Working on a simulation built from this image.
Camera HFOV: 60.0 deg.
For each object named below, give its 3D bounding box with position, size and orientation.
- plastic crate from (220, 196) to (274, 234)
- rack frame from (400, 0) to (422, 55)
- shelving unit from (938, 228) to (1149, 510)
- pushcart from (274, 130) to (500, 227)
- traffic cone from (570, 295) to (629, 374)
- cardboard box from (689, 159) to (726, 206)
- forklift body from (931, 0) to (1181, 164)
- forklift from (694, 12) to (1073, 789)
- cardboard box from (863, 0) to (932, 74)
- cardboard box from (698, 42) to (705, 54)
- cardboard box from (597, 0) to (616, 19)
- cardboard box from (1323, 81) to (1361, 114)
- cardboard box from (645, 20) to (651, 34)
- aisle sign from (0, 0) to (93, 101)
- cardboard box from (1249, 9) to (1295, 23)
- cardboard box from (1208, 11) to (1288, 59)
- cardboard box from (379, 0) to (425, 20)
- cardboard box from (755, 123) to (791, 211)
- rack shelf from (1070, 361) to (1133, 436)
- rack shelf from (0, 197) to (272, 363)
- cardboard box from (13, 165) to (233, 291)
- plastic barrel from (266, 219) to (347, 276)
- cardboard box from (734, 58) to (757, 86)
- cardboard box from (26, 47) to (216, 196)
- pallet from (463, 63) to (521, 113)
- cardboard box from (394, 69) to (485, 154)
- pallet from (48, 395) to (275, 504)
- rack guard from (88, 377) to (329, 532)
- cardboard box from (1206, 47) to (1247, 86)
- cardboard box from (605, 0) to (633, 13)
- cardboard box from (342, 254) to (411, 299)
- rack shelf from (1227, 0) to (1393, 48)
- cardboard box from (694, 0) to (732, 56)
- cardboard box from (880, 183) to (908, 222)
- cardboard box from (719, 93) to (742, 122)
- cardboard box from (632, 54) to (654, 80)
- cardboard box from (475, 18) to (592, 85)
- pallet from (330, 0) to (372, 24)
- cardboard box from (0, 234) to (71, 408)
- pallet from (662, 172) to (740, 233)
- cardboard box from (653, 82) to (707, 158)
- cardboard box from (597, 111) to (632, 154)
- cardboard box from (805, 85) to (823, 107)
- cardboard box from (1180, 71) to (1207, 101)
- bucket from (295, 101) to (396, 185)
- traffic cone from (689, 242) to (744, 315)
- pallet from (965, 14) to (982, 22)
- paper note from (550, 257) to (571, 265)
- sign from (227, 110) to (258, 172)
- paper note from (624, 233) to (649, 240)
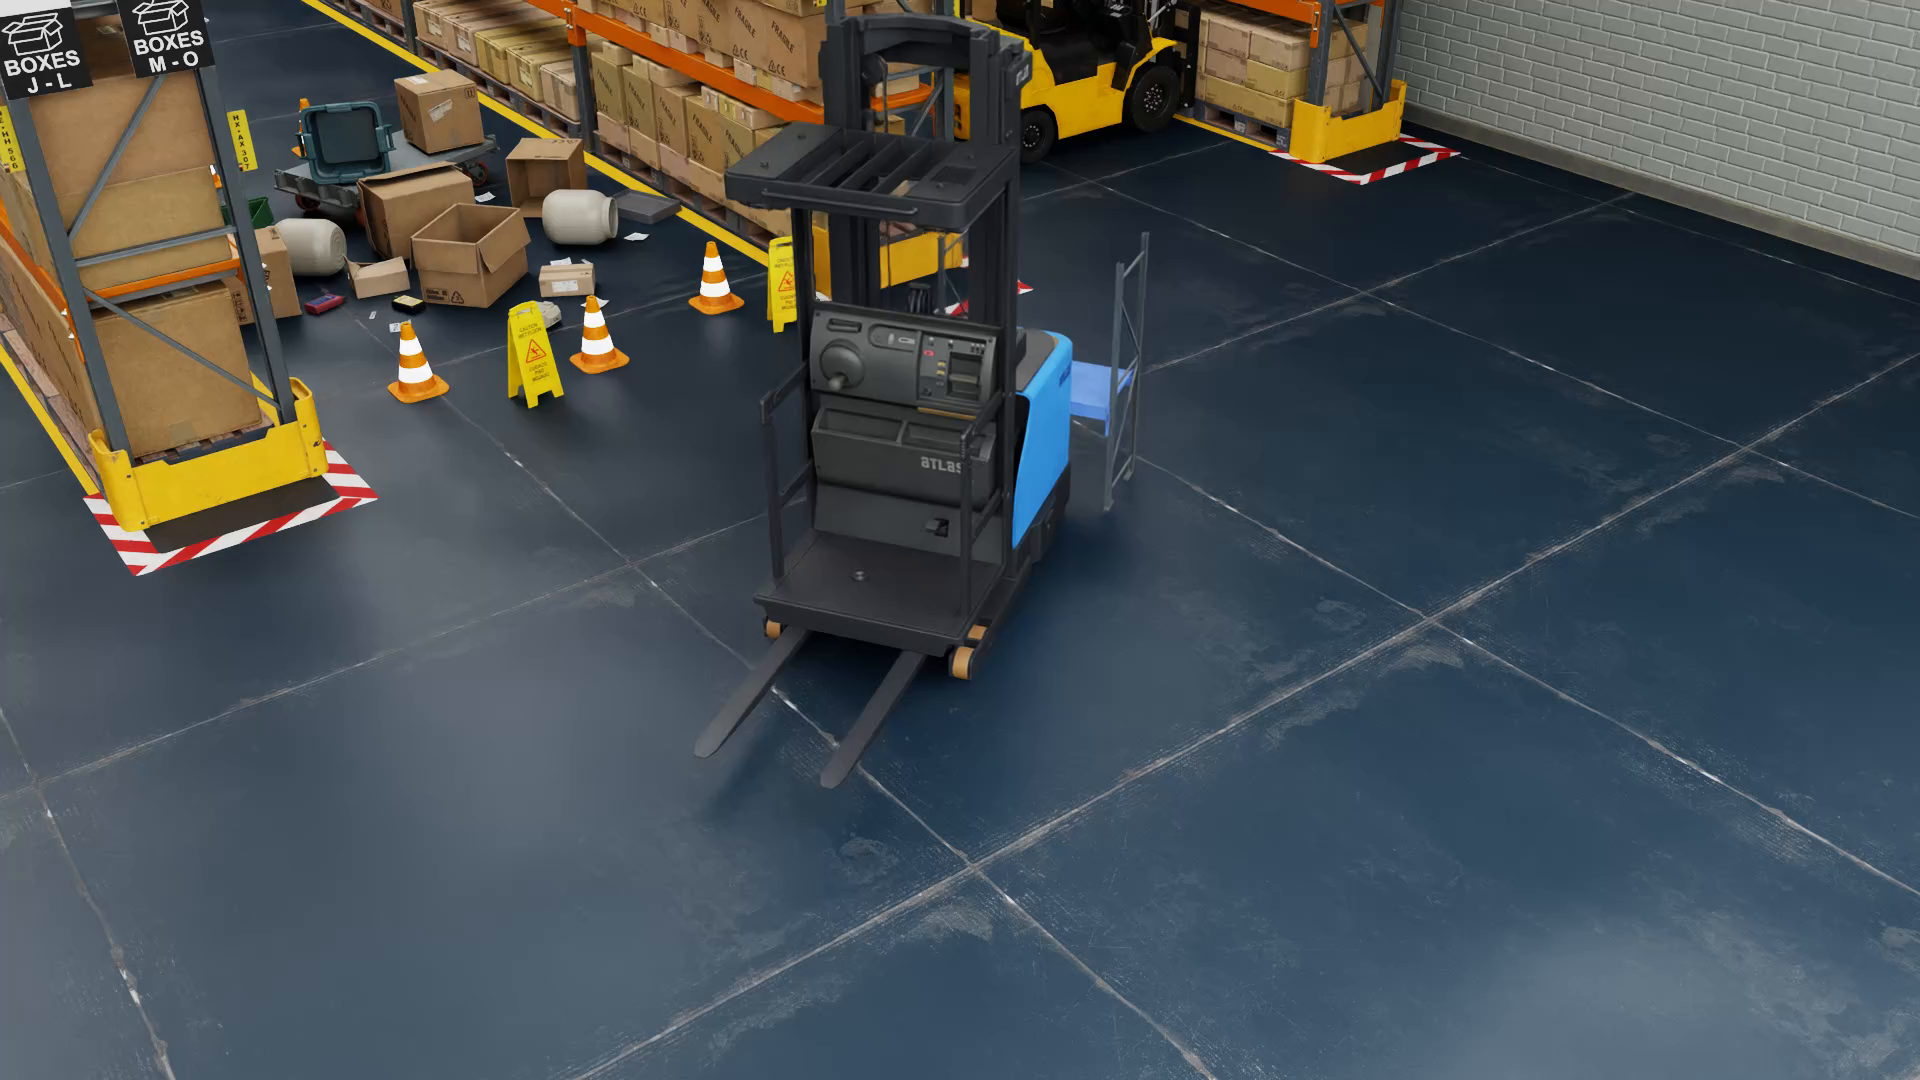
[{"bbox_3d":[-5.633,-2.424,12.921,0.450,0.188,0.662,-13,33,-1],"label":"plastic crate"},{"bbox_3d":[-5.379,-6.554,16.959,1.000,3.000,0.127,-22,38,-31],"label":"rack frame"},{"bbox_3d":[0.460,-1.032,9.490,1.048,1.500,0.538,12,34,19],"label":"shelving unit"},{"bbox_3d":[-4.697,-3.014,13.746,0.936,0.377,1.648,18,36,27],"label":"pushcart"},{"bbox_3d":[-2.425,-1.403,11.070,0.336,0.463,0.334,-22,38,-31],"label":"traffic cone"},{"bbox_3d":[-1.818,-2.915,13.308,0.500,0.250,0.500,-24,39,-33],"label":"cardboard box"},{"bbox_3d":[0.841,-4.667,14.725,2.313,2.155,1.214,-22,38,-31],"label":"forklift body"},{"bbox_3d":[-0.348,-0.804,7.766,1.130,2.935,3.031,11,33,17],"label":"forklift"},{"bbox_3d":[-0.545,-3.676,11.948,0.500,0.500,0.500,-23,39,-32],"label":"cardboard box"},{"bbox_3d":[-1.794,-3.843,12.833,0.380,0.149,0.250,-22,38,-31],"label":"cardboard box"},{"bbox_3d":[-2.791,-4.456,13.820,0.380,0.149,0.250,-21,38,-30],"label":"cardboard box"},{"bbox_3d":[3.298,-4.105,15.225,0.500,0.250,0.500,-22,38,-31],"label":"cardboard box"},{"bbox_3d":[-2.291,-4.140,13.311,0.380,0.149,0.250,-22,38,-32],"label":"cardboard box"},{"bbox_3d":[-4.515,-2.554,8.055,0.394,0.787,0.004,-22,38,-31],"label":"aisle sign"},{"bbox_3d":[2.991,-4.731,15.284,0.500,0.250,0.500,-22,38,-31],"label":"cardboard box"},{"bbox_3d":[2.599,-4.564,15.016,0.500,0.250,0.500,-22,38,-31],"label":"cardboard box"},{"bbox_3d":[-5.737,-6.144,17.916,0.875,0.875,0.875,-23,38,-32],"label":"cardboard box"},{"bbox_3d":[-1.171,-2.798,12.409,0.500,0.500,0.500,-22,38,-31],"label":"cardboard box"},{"bbox_3d":[0.460,-0.879,9.585,1.000,0.185,0.538,12,34,19],"label":"rack shelf"},{"bbox_3d":[-5.548,-2.104,10.476,1.077,0.370,4.000,-22,38,-31],"label":"rack shelf"},{"bbox_3d":[-4.585,-1.780,9.130,0.875,0.550,0.550,-22,38,-31],"label":"cardboard box"},{"bbox_3d":[-4.867,-2.172,12.346,0.512,0.421,0.421,1,32,2],"label":"plastic barrel"},{"bbox_3d":[-1.437,-3.481,12.249,0.380,0.149,0.250,-22,38,-31],"label":"cardboard box"},{"bbox_3d":[-4.519,-2.266,8.889,0.875,0.550,0.550,-22,38,-31],"label":"cardboard box"},{"bbox_3d":[-4.157,-4.535,16.352,1.003,0.211,1.213,-22,38,-31],"label":"pallet"},{"bbox_3d":[-4.314,-3.558,13.787,0.500,0.500,0.500,-22,38,-31],"label":"cardboard box"},{"bbox_3d":[-4.874,-0.699,10.176,1.003,0.211,1.213,-22,38,-31],"label":"pallet"},{"bbox_3d":[-4.307,-0.504,9.588,1.175,0.500,0.348,-22,38,-31],"label":"rack guard"},{"bbox_3d":[2.601,-4.364,15.168,0.500,0.250,0.500,-23,38,-32],"label":"cardboard box"},{"bbox_3d":[-2.551,-4.580,13.405,0.500,0.500,0.500,-22,38,-32],"label":"cardboard box"},{"bbox_3d":[-4.266,-1.961,12.156,0.396,0.266,0.258,-16,35,-23],"label":"cardboard box"},{"bbox_3d":[2.219,-5.355,15.711,1.077,0.370,4.000,-22,38,-31],"label":"rack shelf"},{"bbox_3d":[-1.631,-3.945,12.383,0.500,0.500,0.500,-22,38,-32],"label":"cardboard box"},{"bbox_3d":[-0.750,-2.656,12.891,0.500,0.250,0.500,-23,38,-32],"label":"cardboard box"},{"bbox_3d":[-1.601,-3.311,12.620,0.380,0.149,0.250,-22,38,-31],"label":"cardboard box"},{"bbox_3d":[-2.432,-3.873,13.525,0.380,0.149,0.250,-21,37,-30],"label":"cardboard box"},{"bbox_3d":[-4.121,-4.754,16.154,0.950,0.372,0.625,-21,37,-30],"label":"cardboard box"},{"bbox_3d":[-6.547,-6.230,19.081,1.003,0.211,1.213,-22,38,-31],"label":"pallet"},{"bbox_3d":[-5.331,-1.479,10.404,0.875,0.875,0.875,-23,39,-32],"label":"cardboard box"},{"bbox_3d":[-1.734,-2.925,13.759,1.003,0.211,1.213,-22,38,-31],"label":"pallet"},{"bbox_3d":[-2.124,-3.446,13.453,0.500,0.500,0.500,-20,37,-29],"label":"cardboard box"},{"bbox_3d":[-2.778,-3.564,14.353,0.500,0.250,0.500,-24,39,-33],"label":"cardboard box"},{"bbox_3d":[-0.872,-3.200,11.797,0.380,0.149,0.250,-21,37,-30],"label":"cardboard box"},{"bbox_3d":[2.310,-4.353,15.623,0.500,0.250,0.500,-22,38,-31],"label":"cardboard box"},{"bbox_3d":[-4.870,-3.187,13.201,0.726,0.611,0.620,-10,23,-15],"label":"bucket"},{"bbox_3d":[-1.756,-1.904,11.877,0.336,0.463,0.334,-22,38,-31],"label":"traffic cone"},{"bbox_3d":[0.510,-5.604,18.073,1.003,0.211,1.213,-22,38,-31],"label":"pallet"},{"bbox_3d":[-3.028,-2.106,12.623,0.148,0.019,0.142,-10,33,-15],"label":"paper note"},{"bbox_3d":[-3.880,-2.154,8.980,0.100,0.325,0.005,-22,38,-31],"label":"sign"},{"bbox_3d":[-2.541,-2.388,13.065,0.148,0.019,0.142,18,36,27],"label":"paper note"}]
